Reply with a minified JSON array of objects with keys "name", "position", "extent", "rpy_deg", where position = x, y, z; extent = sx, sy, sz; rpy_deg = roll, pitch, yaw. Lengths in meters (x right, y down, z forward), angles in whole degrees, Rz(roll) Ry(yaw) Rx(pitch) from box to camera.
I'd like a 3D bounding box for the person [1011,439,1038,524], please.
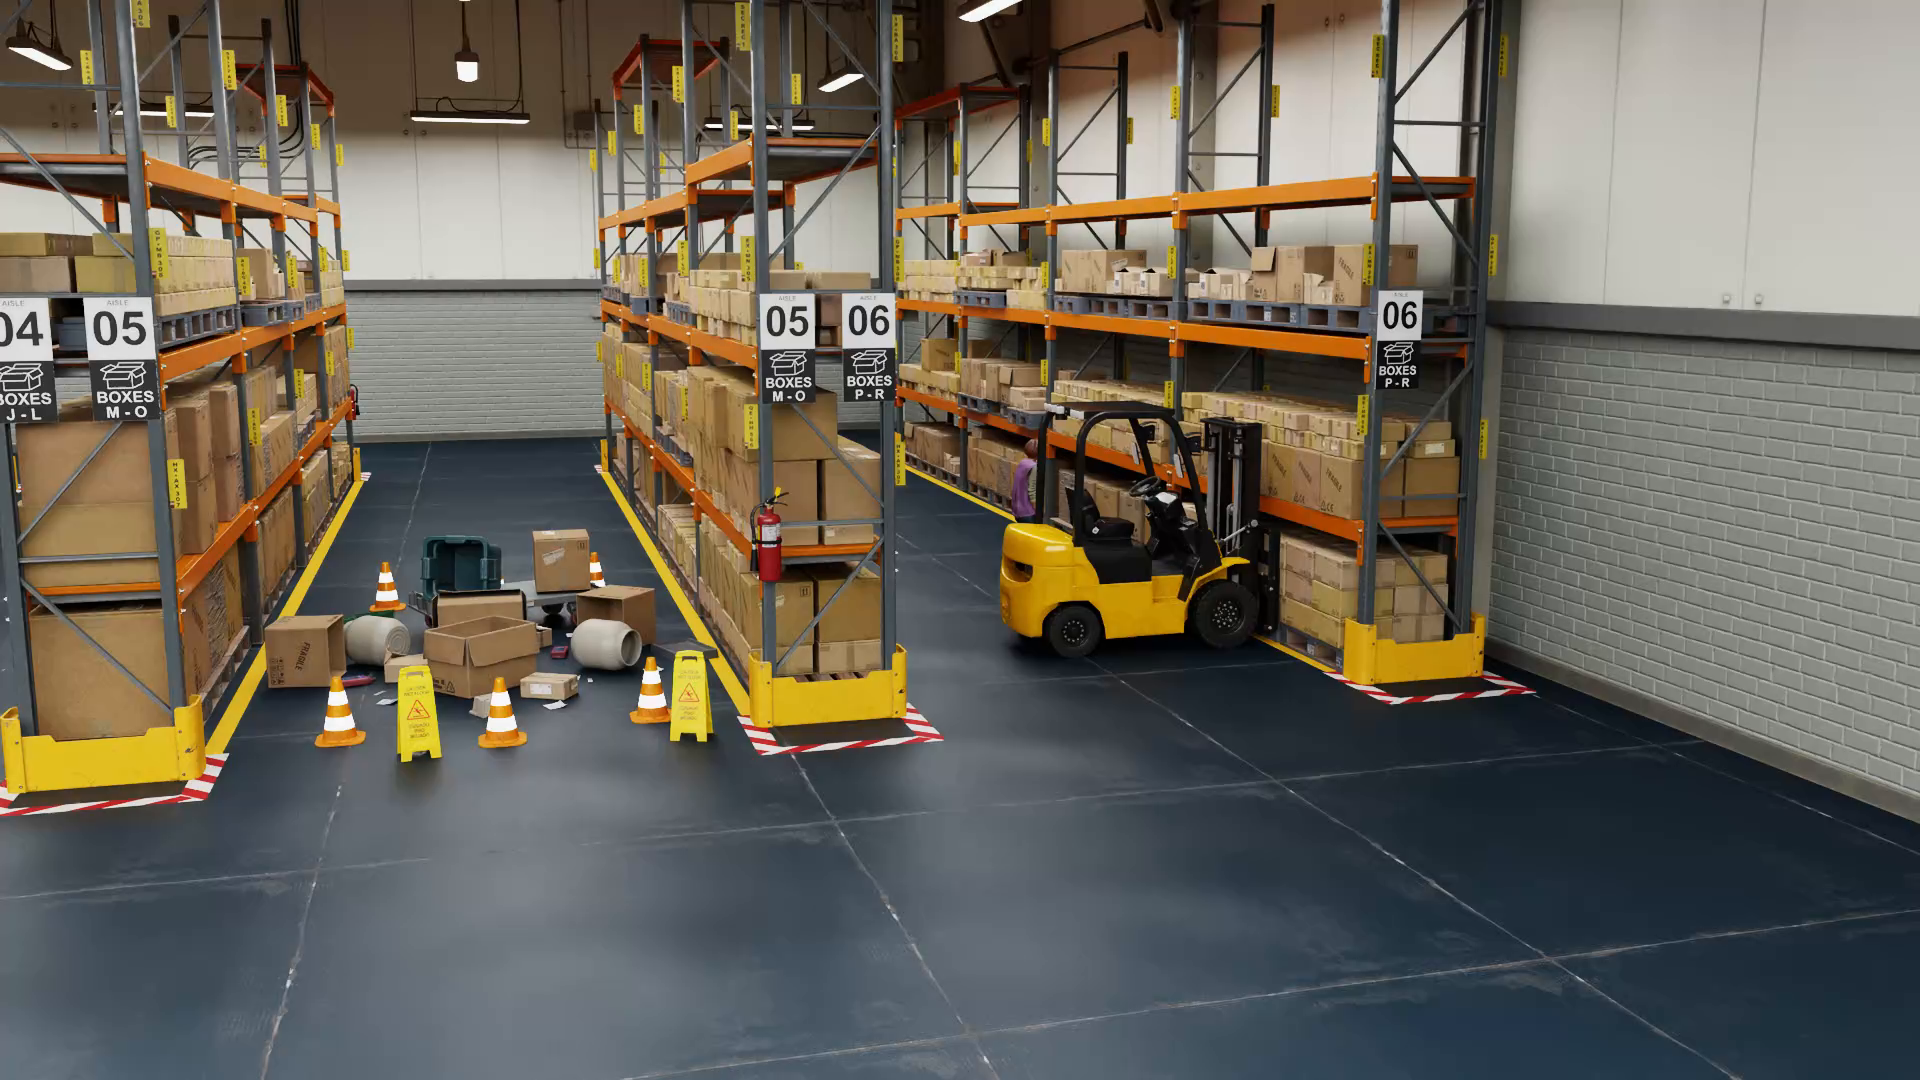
[{"name":"person","position":[0.731,-0.268,17.517],"extent":[0.349,1.593,0.467],"rpy_deg":[-3,10,-16]}]
